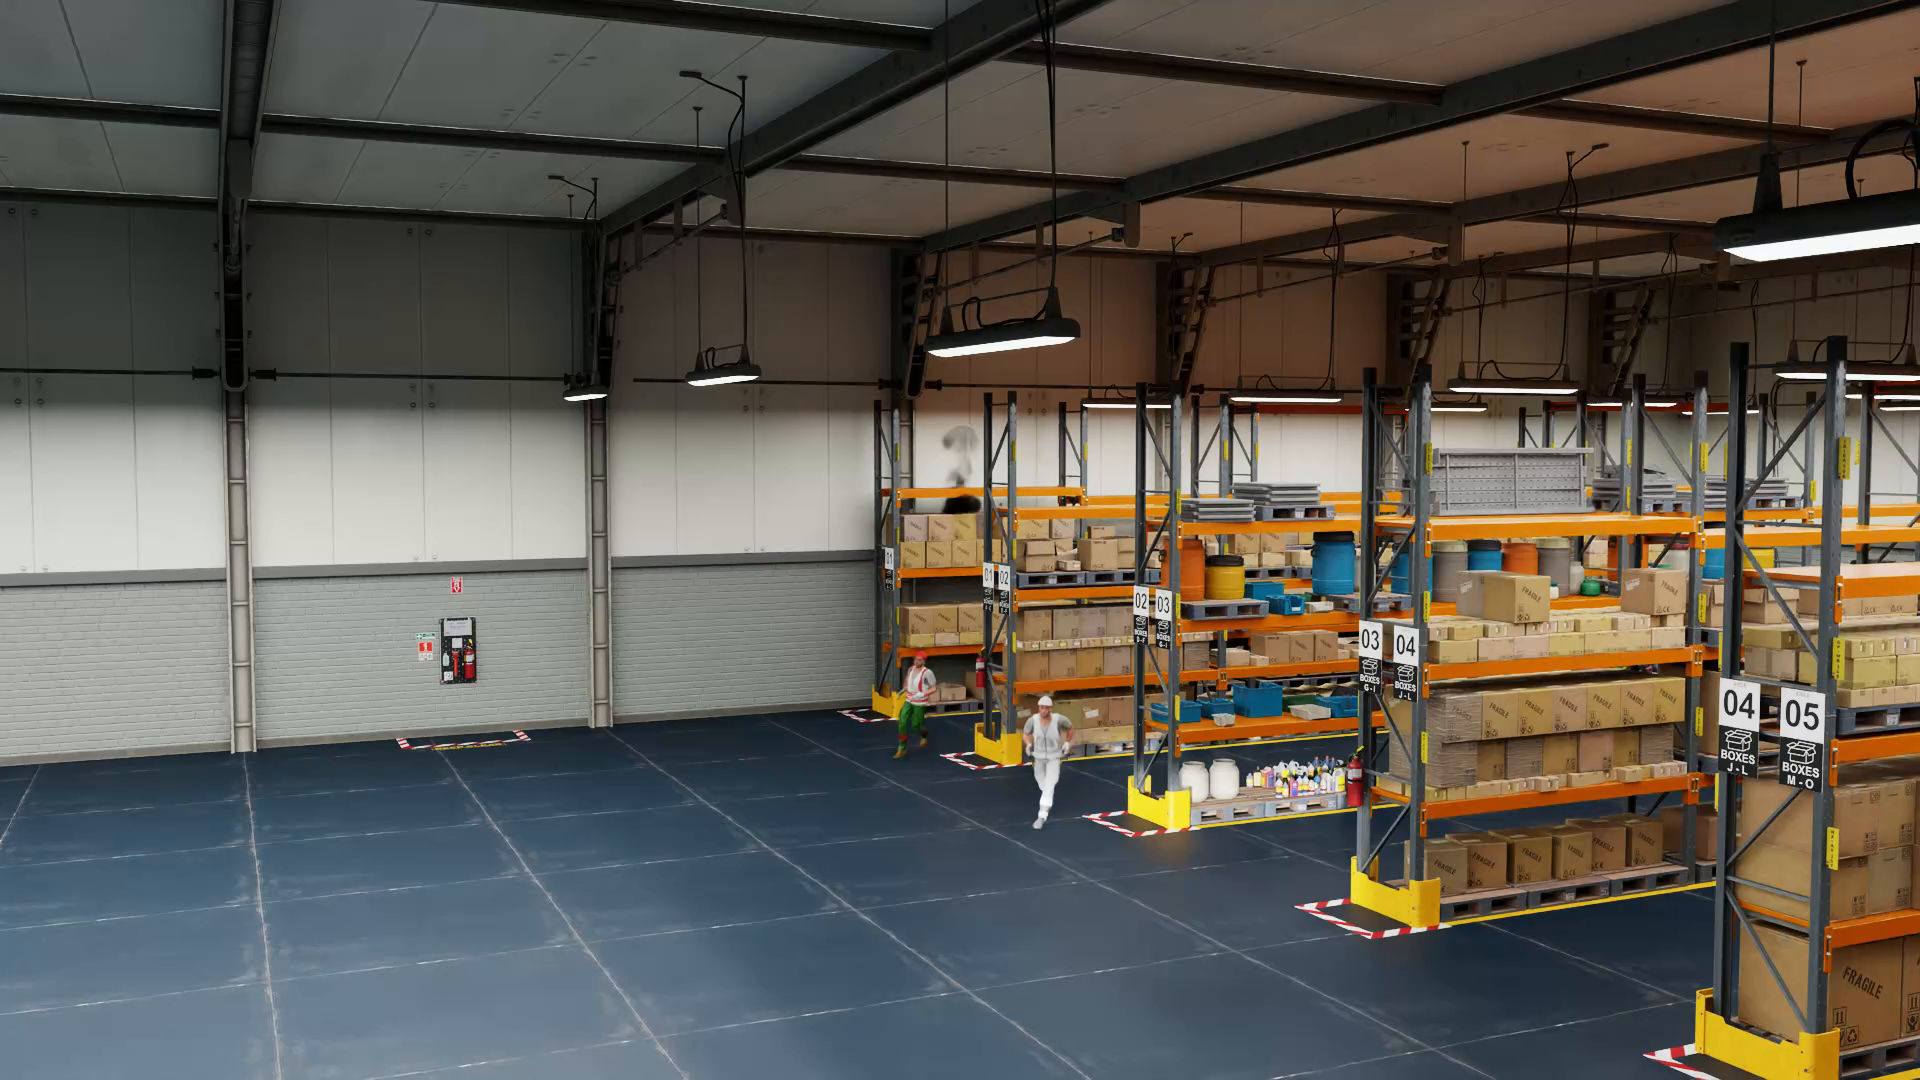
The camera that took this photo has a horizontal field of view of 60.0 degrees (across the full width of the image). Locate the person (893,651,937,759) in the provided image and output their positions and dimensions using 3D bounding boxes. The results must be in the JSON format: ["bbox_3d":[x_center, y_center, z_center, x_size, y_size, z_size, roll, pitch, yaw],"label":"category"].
[{"bbox_3d":[-0.681,2.703,27.478,0.707,1.779,0.873,2,4,35],"label":"person"}]

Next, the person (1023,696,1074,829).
[{"bbox_3d":[1.198,2.964,22.619,0.689,1.742,1.100,1,3,10],"label":"person"}]
